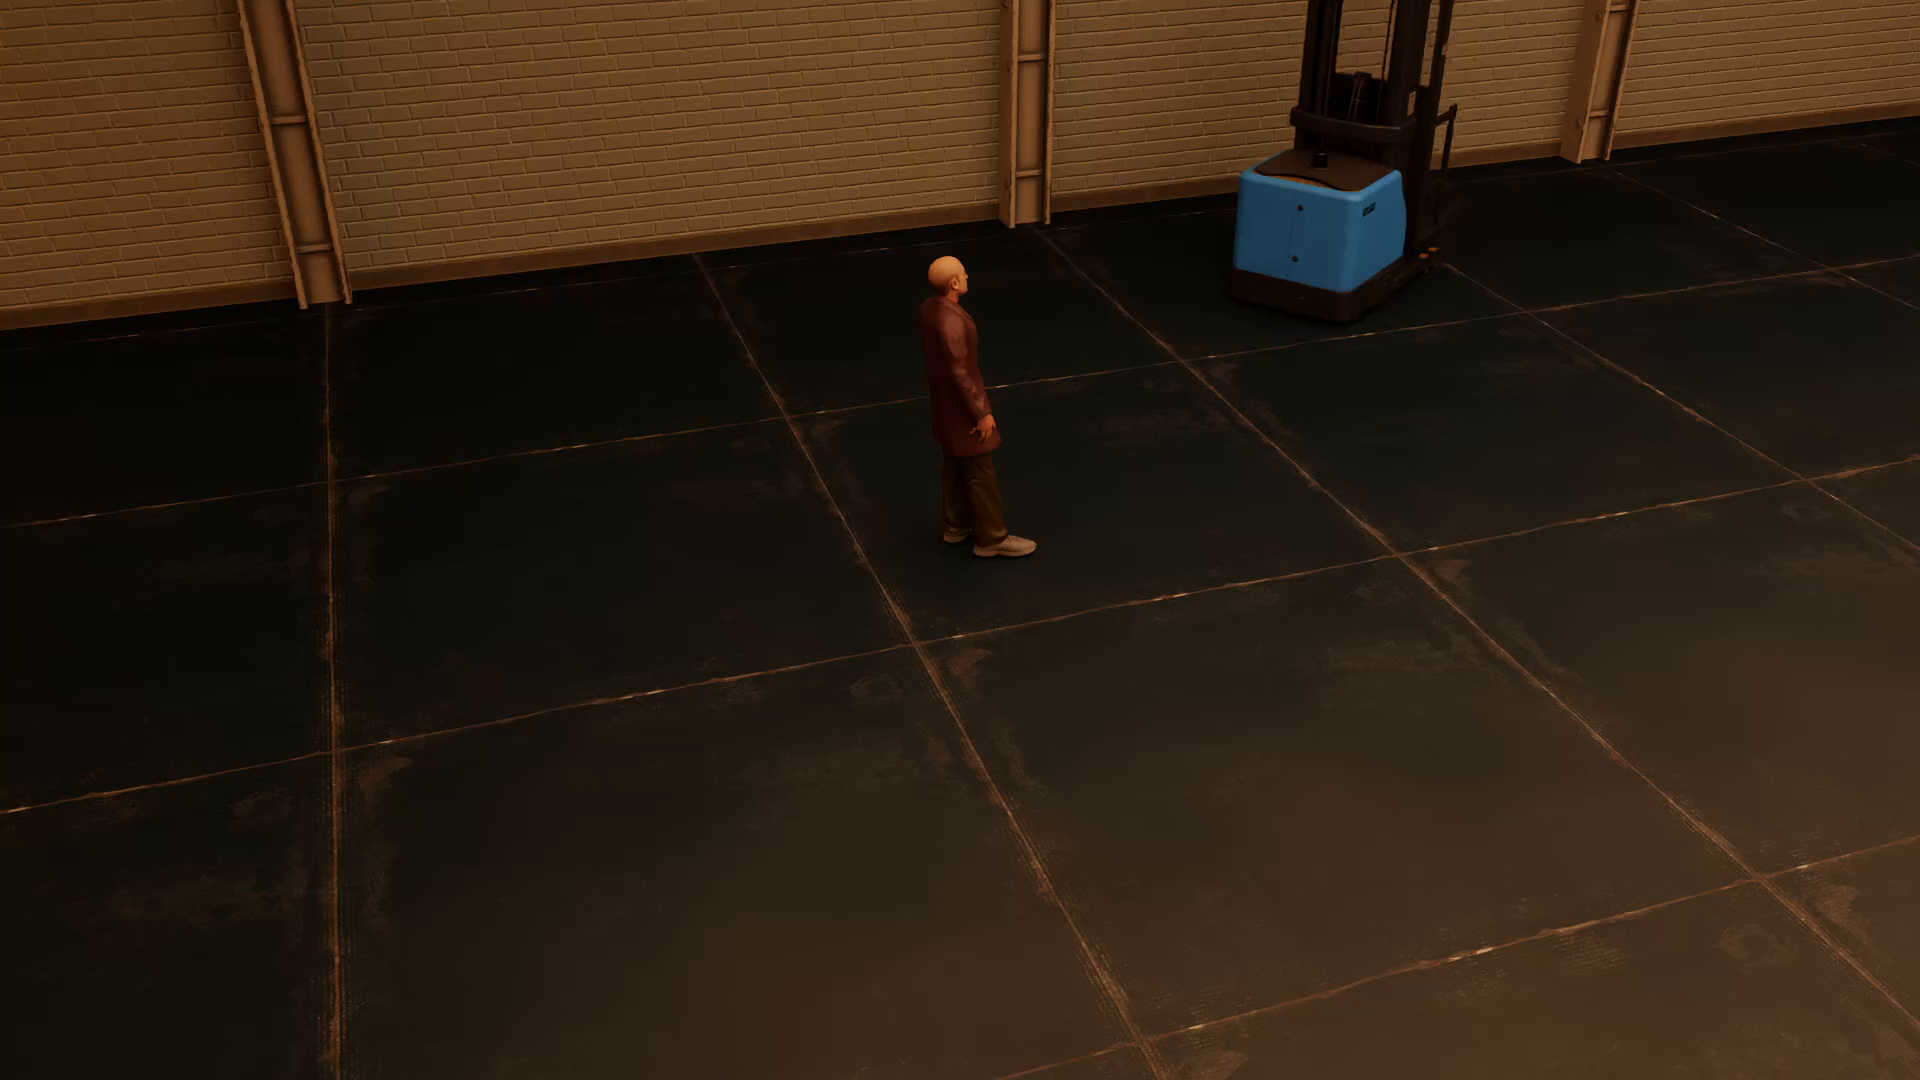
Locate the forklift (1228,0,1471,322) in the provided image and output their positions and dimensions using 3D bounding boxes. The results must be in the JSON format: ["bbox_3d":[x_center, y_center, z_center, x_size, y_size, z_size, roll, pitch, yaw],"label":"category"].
[{"bbox_3d":[3.416,-3.626,13.388,1.130,2.935,3.031,20,35,31],"label":"forklift"}]

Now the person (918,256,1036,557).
[{"bbox_3d":[0.088,-0.790,9.601,0.579,1.778,0.698,-10,31,-16],"label":"person"}]
